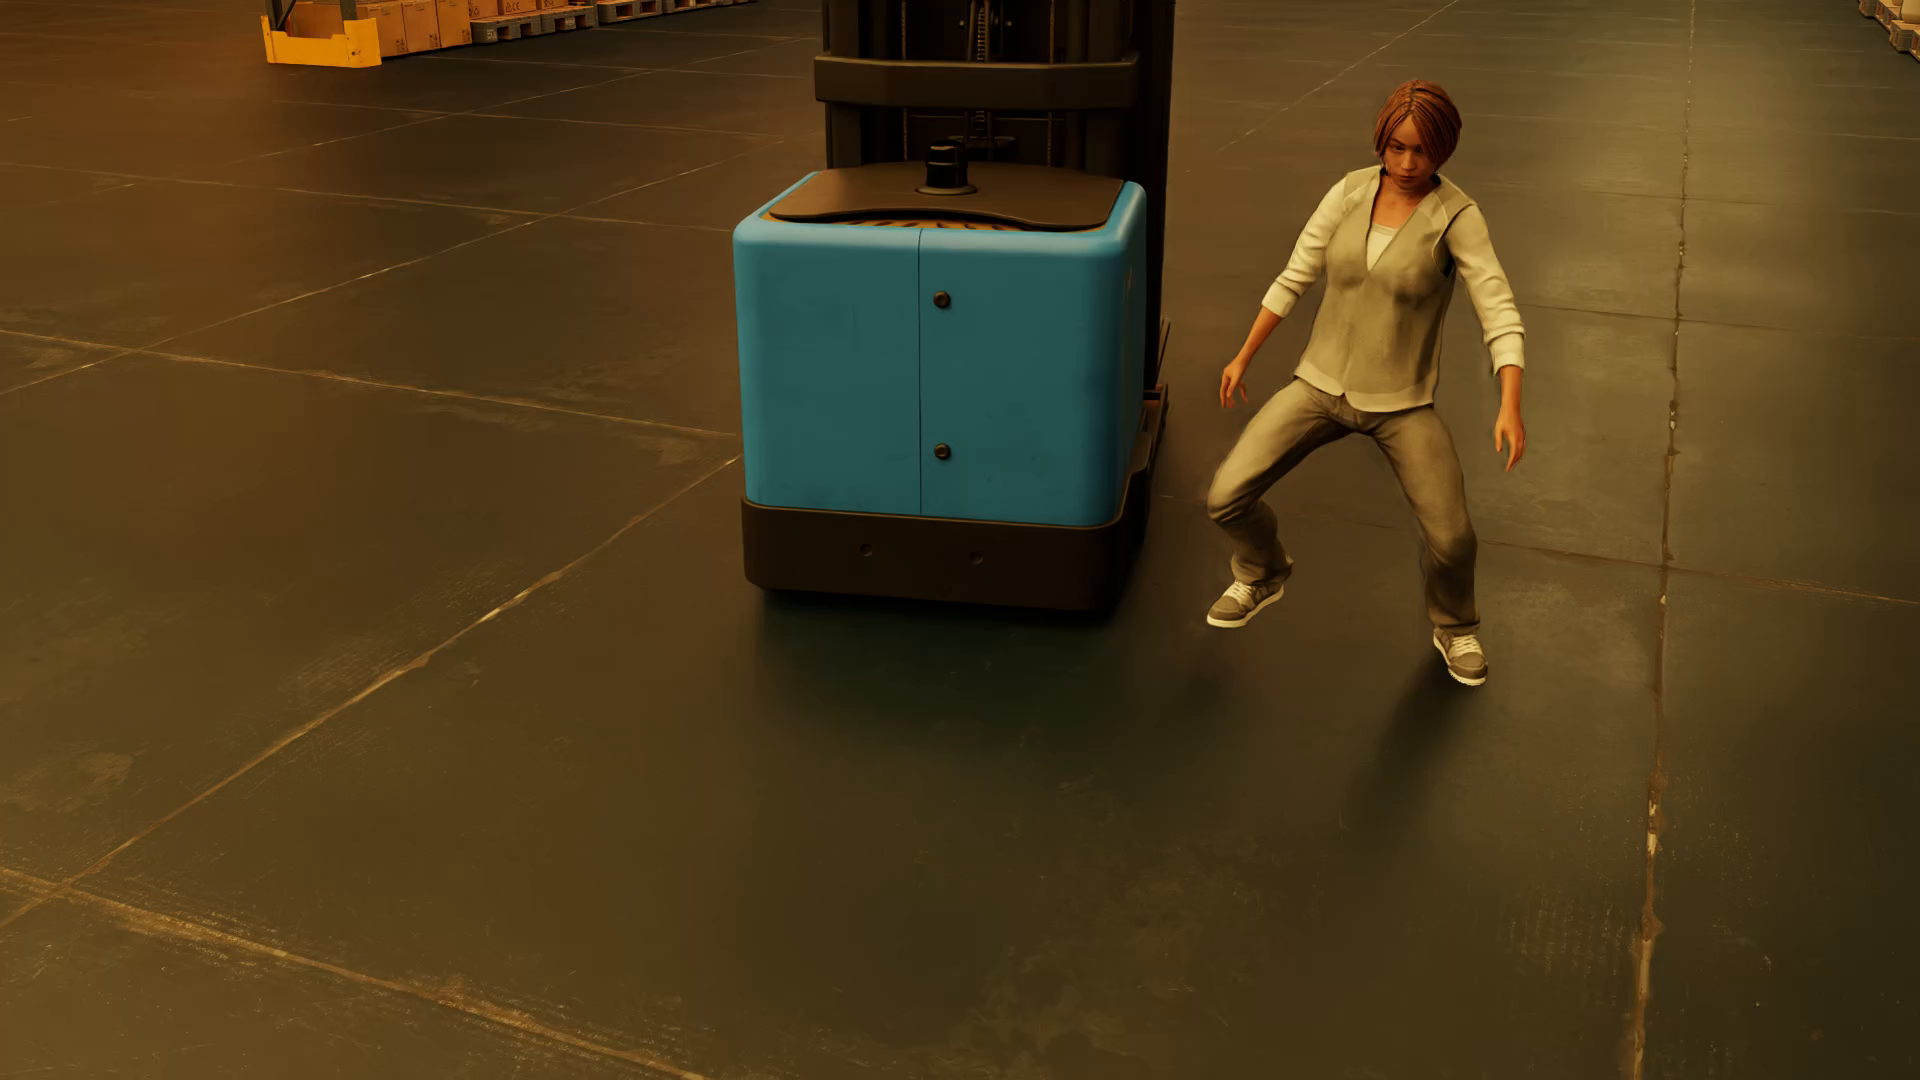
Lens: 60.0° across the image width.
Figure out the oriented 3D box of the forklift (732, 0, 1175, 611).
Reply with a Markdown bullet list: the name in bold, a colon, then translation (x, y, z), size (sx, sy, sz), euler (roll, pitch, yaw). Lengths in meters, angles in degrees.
- **forklift**: translation (0.158, -1.698, 5.355), size (1.130, 2.935, 3.031), euler (4, 23, 9)

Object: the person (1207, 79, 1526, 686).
- **person**: translation (1.008, -0.353, 4.049), size (0.803, 1.489, 0.563), euler (14, 27, 31)
